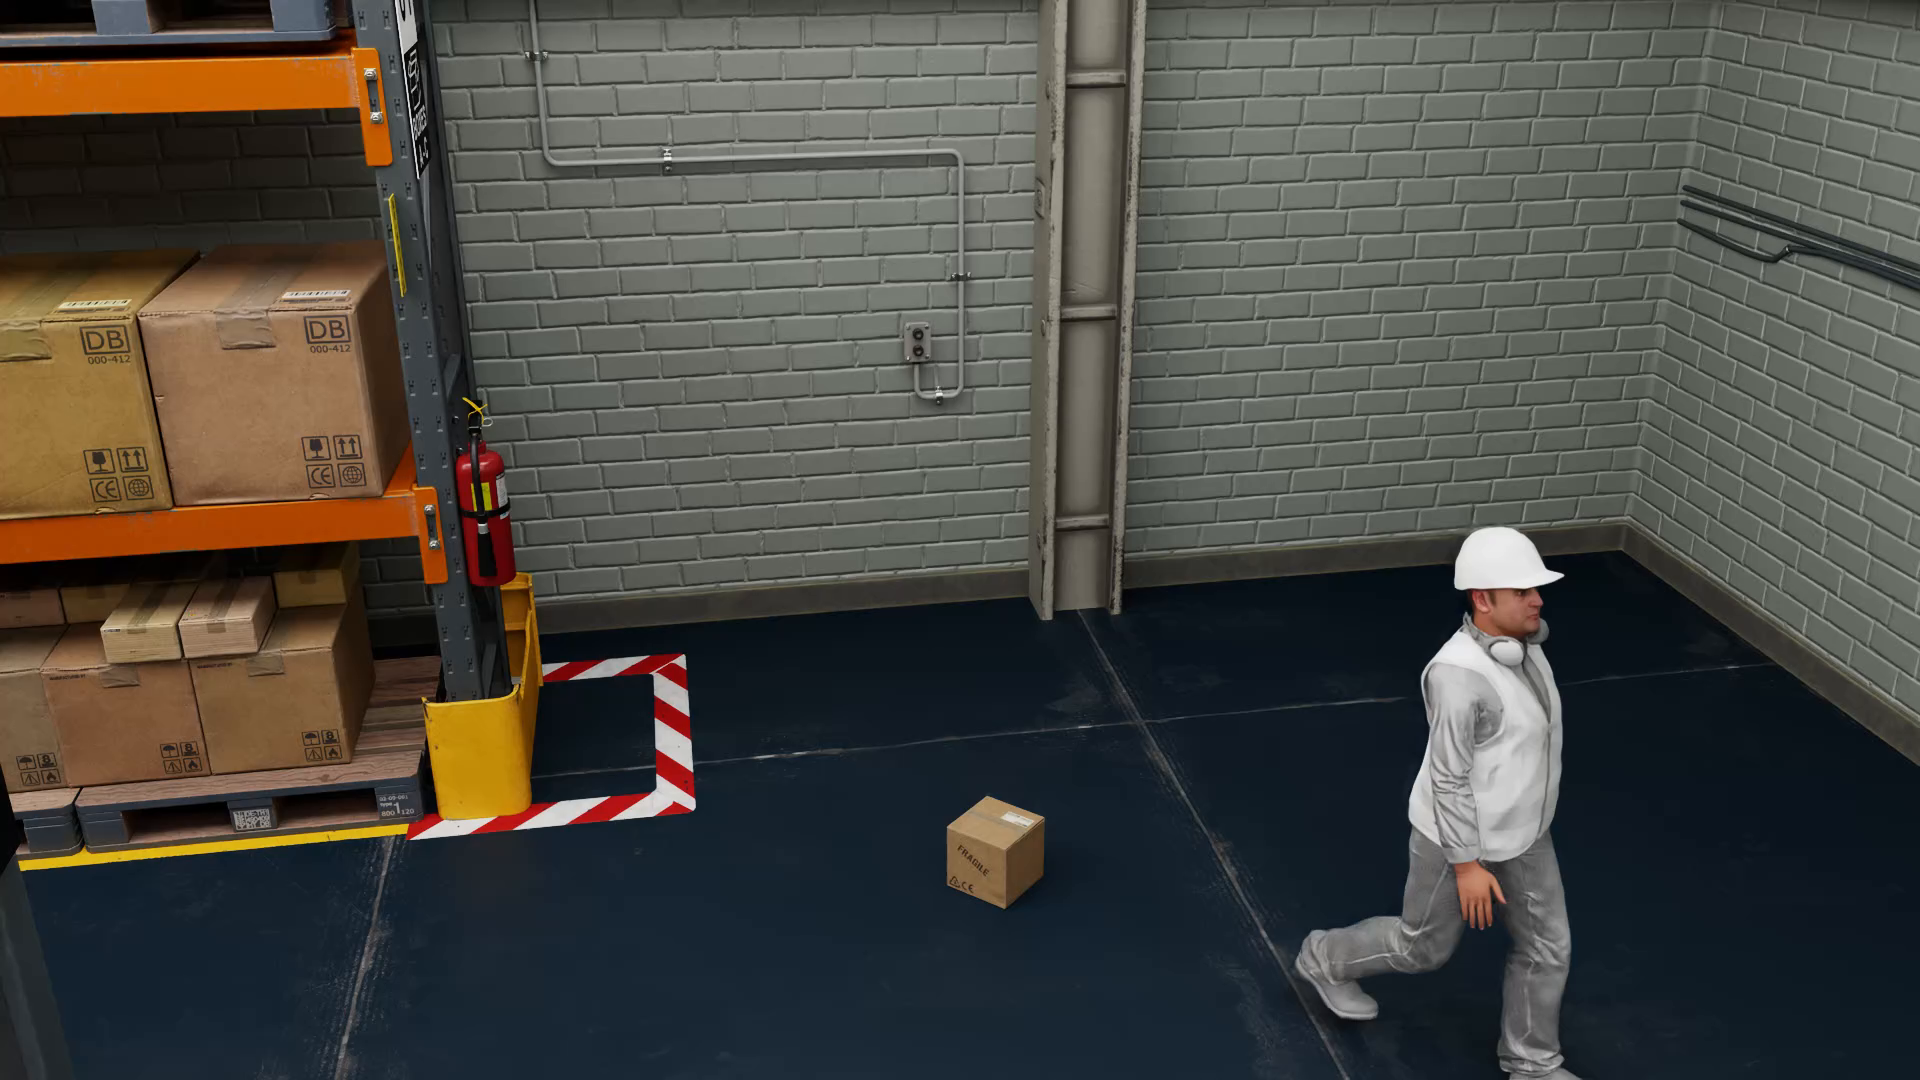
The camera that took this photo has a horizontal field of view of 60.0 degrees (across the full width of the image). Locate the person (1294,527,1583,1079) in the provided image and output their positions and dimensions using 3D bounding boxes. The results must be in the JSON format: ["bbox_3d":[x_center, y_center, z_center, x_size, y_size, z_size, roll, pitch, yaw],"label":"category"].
[{"bbox_3d":[1.454,0.793,4.714,0.973,1.737,0.558,21,31,40],"label":"person"}]
